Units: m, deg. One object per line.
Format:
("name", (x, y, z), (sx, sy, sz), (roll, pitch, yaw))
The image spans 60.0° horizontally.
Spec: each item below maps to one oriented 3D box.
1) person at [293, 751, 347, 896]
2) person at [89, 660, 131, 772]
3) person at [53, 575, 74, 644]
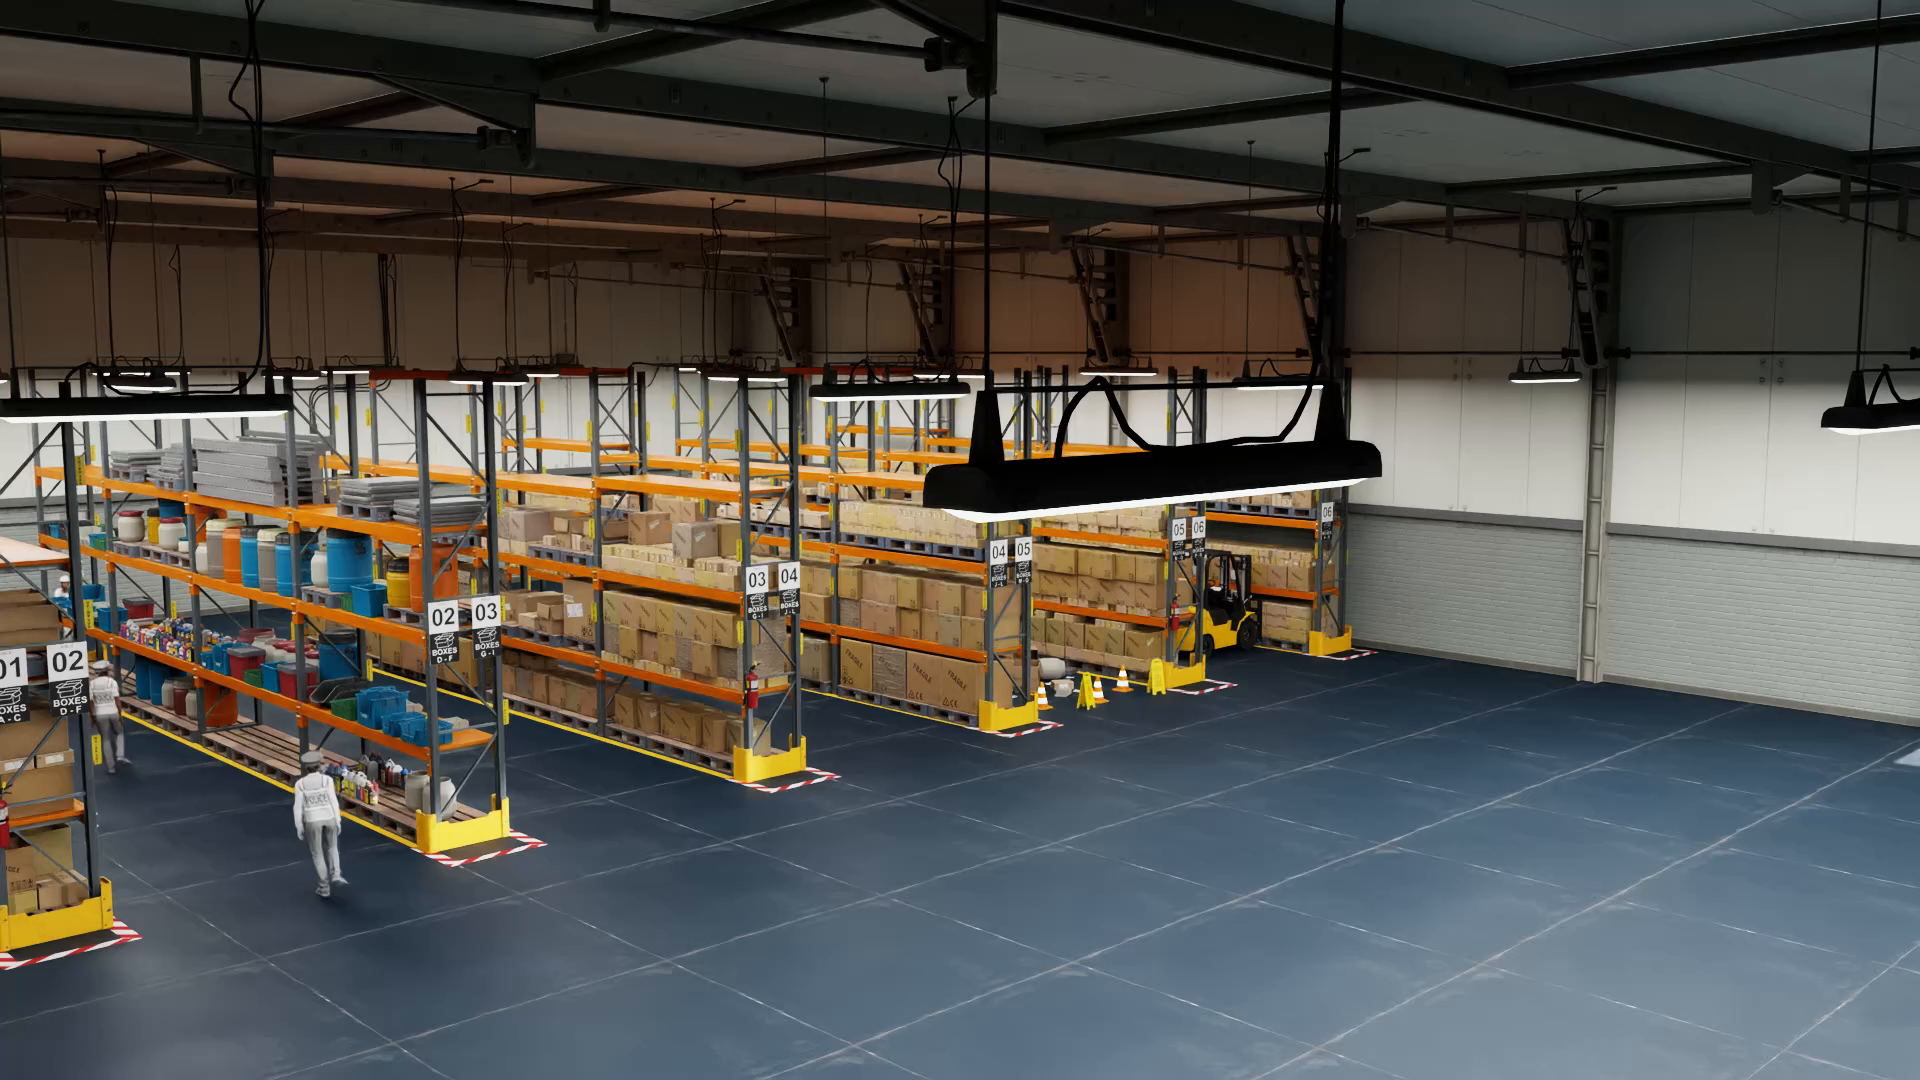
("person", (-7.473, 3.312, 19.395), (0.528, 1.668, 0.487), (-4, 8, -34))
("person", (-12.862, 2.666, 25.118), (0.505, 1.667, 0.488), (-4, 8, -34))
("person", (-18.452, 1.595, 34.362), (0.569, 1.755, 1.050), (0, 6, 1))
